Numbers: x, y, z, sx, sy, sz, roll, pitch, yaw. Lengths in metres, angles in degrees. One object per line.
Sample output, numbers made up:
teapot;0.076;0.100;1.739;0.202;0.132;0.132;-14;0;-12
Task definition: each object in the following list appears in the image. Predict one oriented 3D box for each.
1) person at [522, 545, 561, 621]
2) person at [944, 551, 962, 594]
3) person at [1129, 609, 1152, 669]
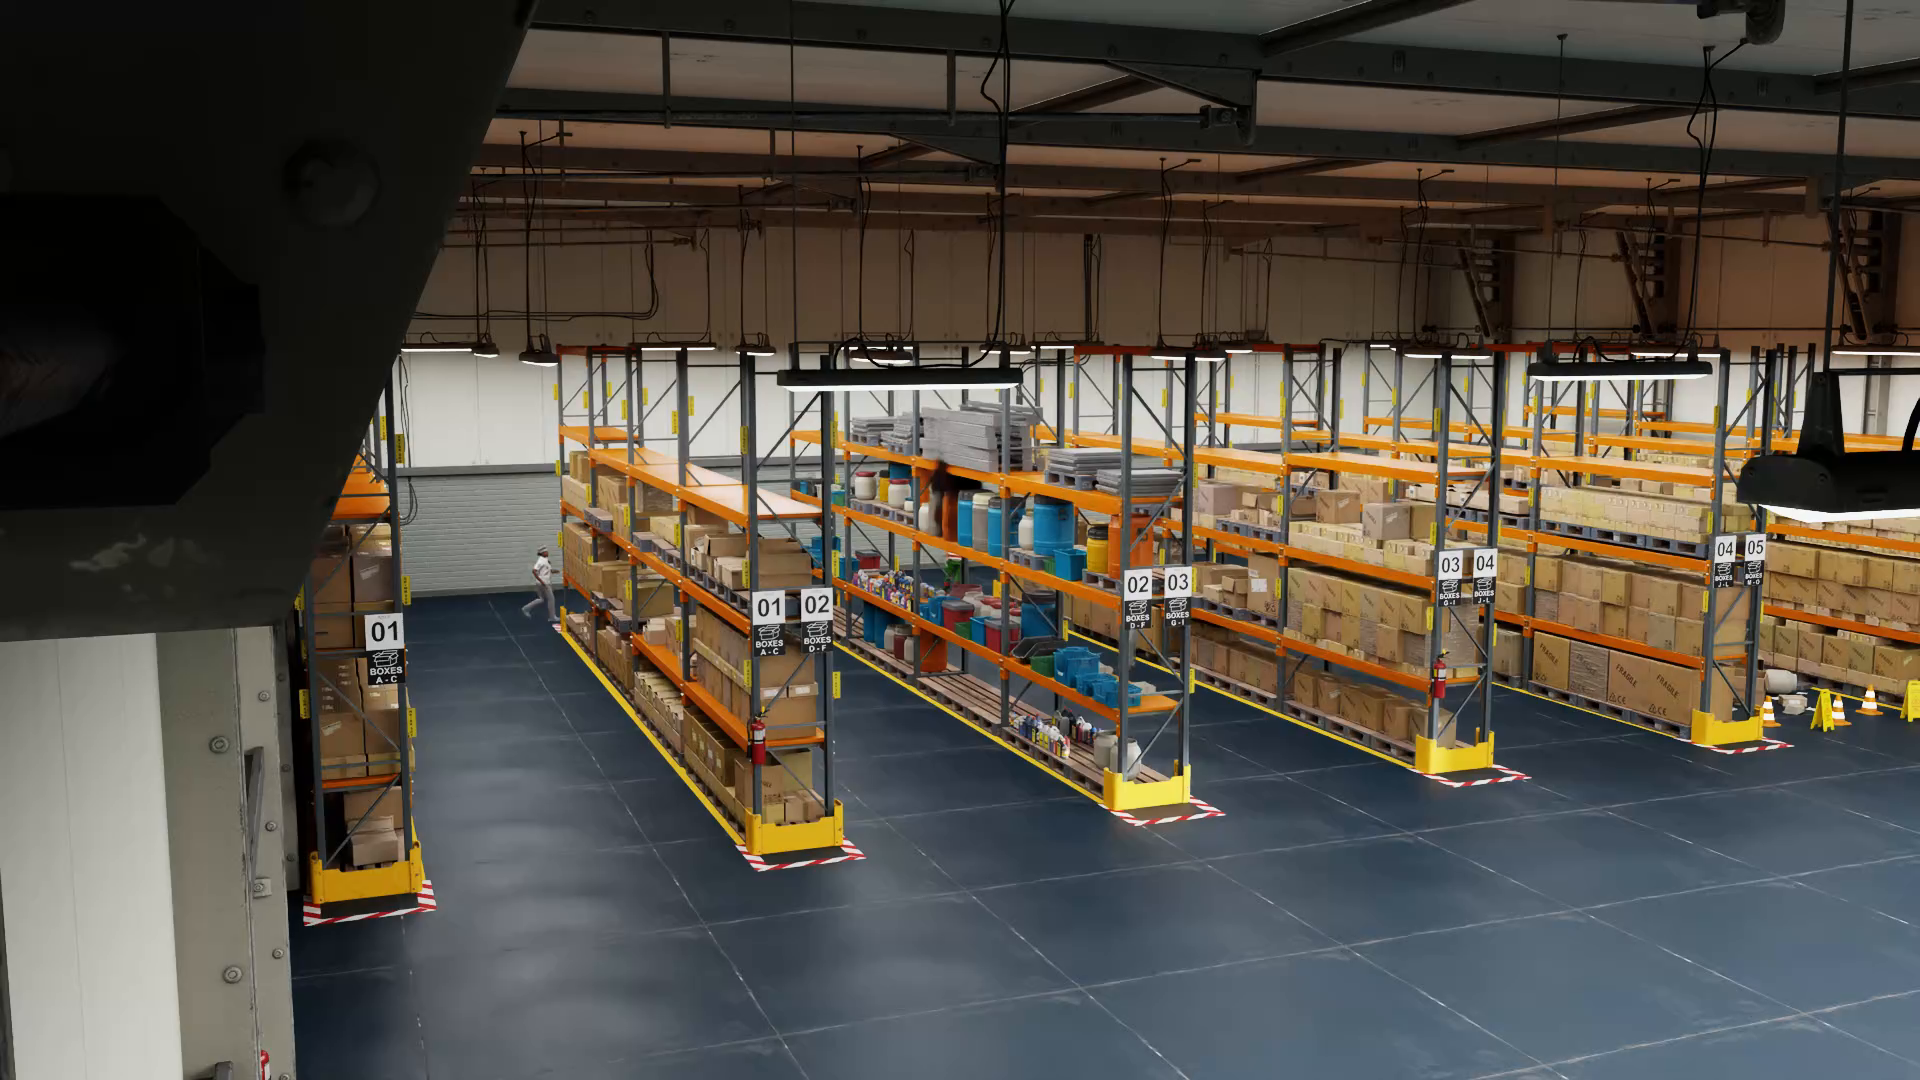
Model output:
person;-9.013;0.940;35.824;0.839;1.674;0.547;-2;8;-17
person;-0.090;0.489;39.248;0.660;1.790;0.427;-1;7;-4
person;3.119;1.485;29.578;0.551;1.660;0.724;-1;7;-8
